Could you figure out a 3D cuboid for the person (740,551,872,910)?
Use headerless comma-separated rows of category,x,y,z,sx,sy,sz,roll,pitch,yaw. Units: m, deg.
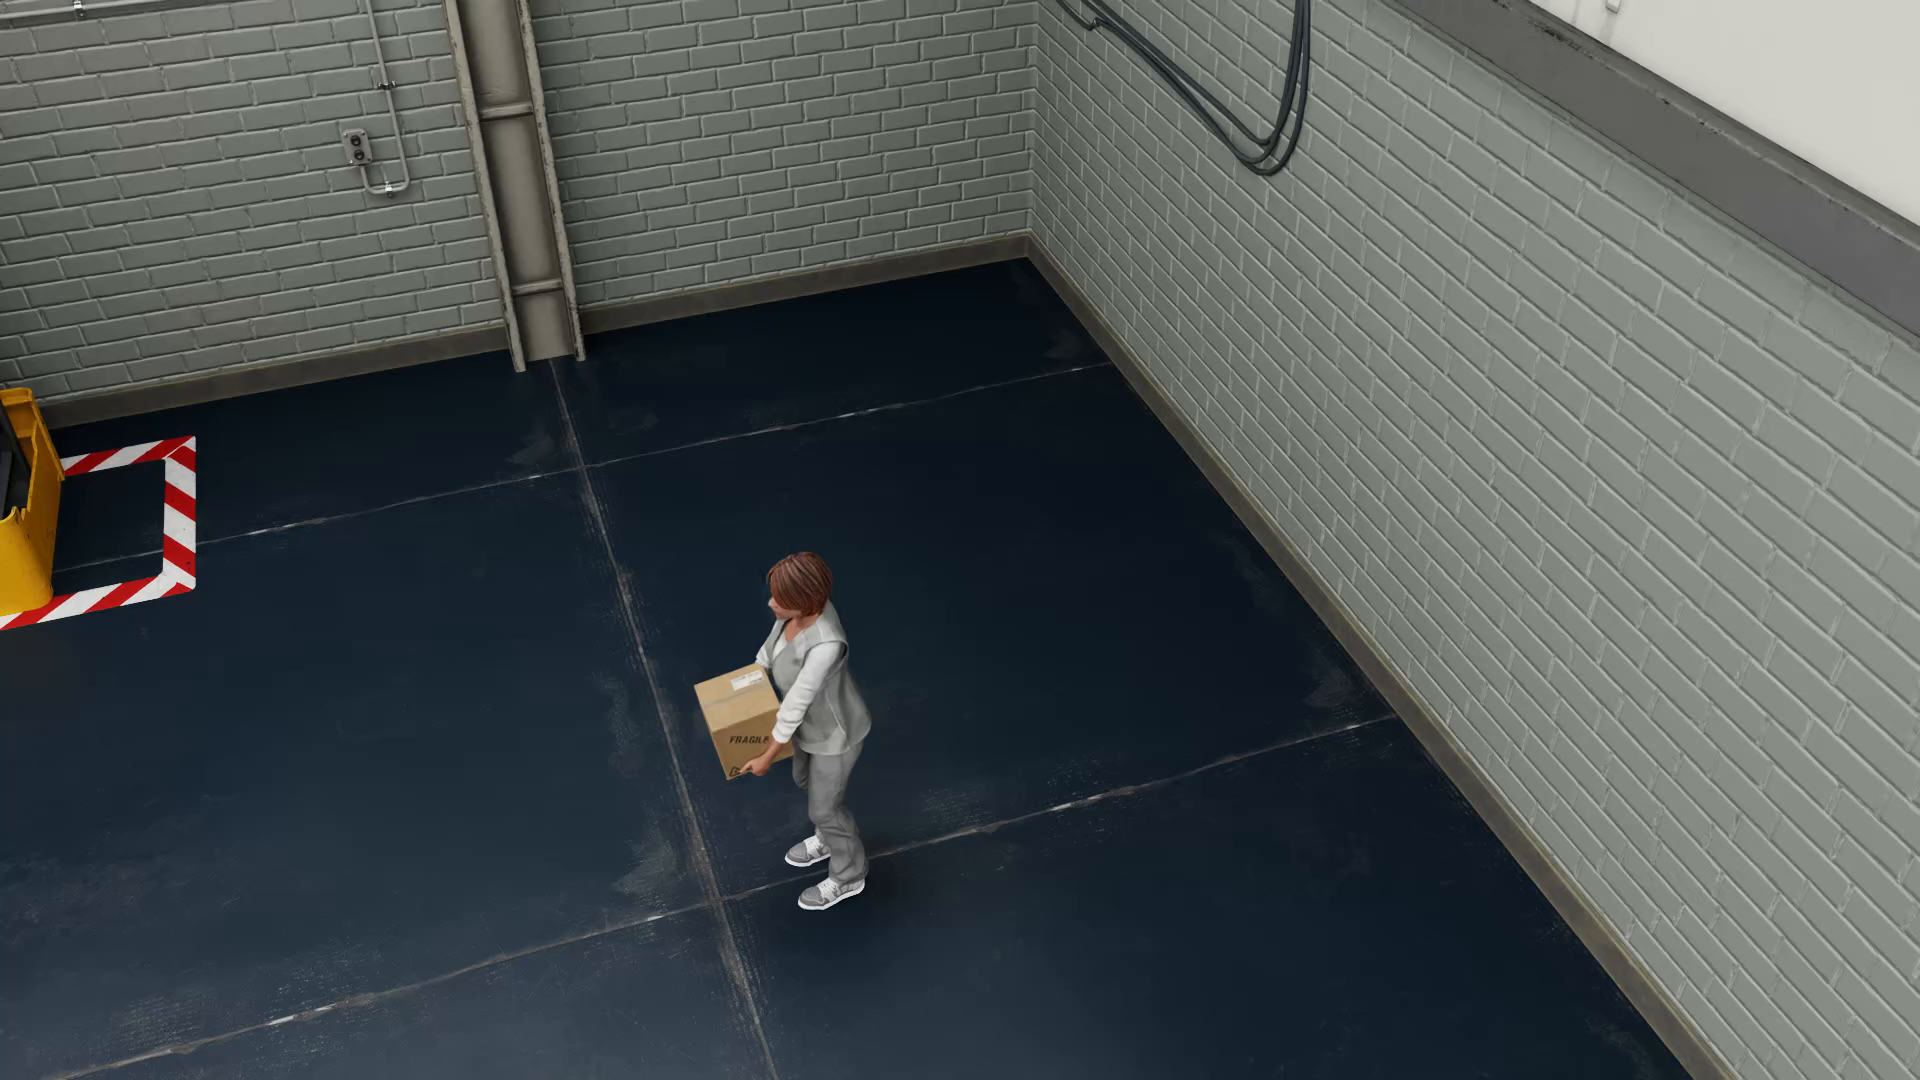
person,-0.570,0.689,5.922,0.507,1.596,0.375,-13,40,-16
